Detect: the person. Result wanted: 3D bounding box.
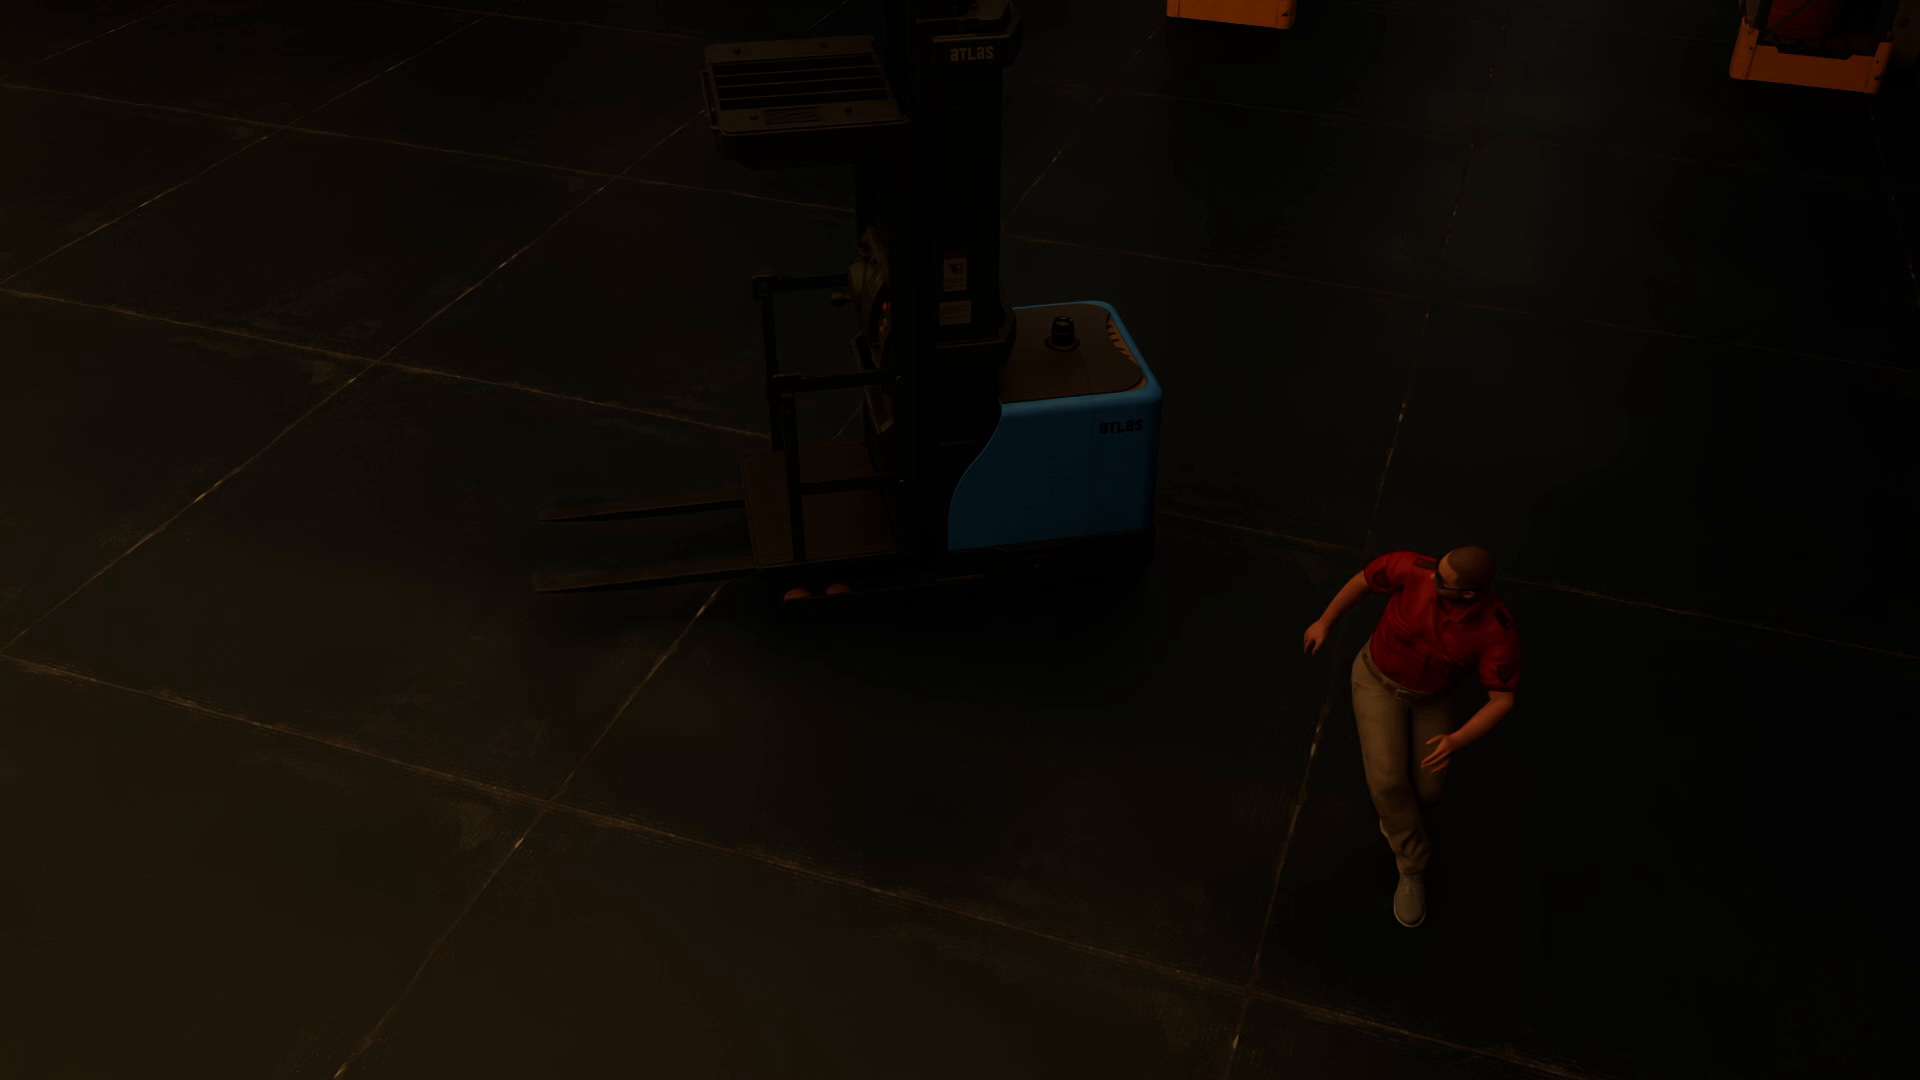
[{"bbox_3d":[1.689,0.658,6.369,0.784,1.585,0.800,7,36,10],"label":"person"}]

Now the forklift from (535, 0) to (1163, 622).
[{"bbox_3d":[-0.599,-1.128,7.702,3.031,2.935,1.130,-6,36,-9],"label":"forklift"}]
